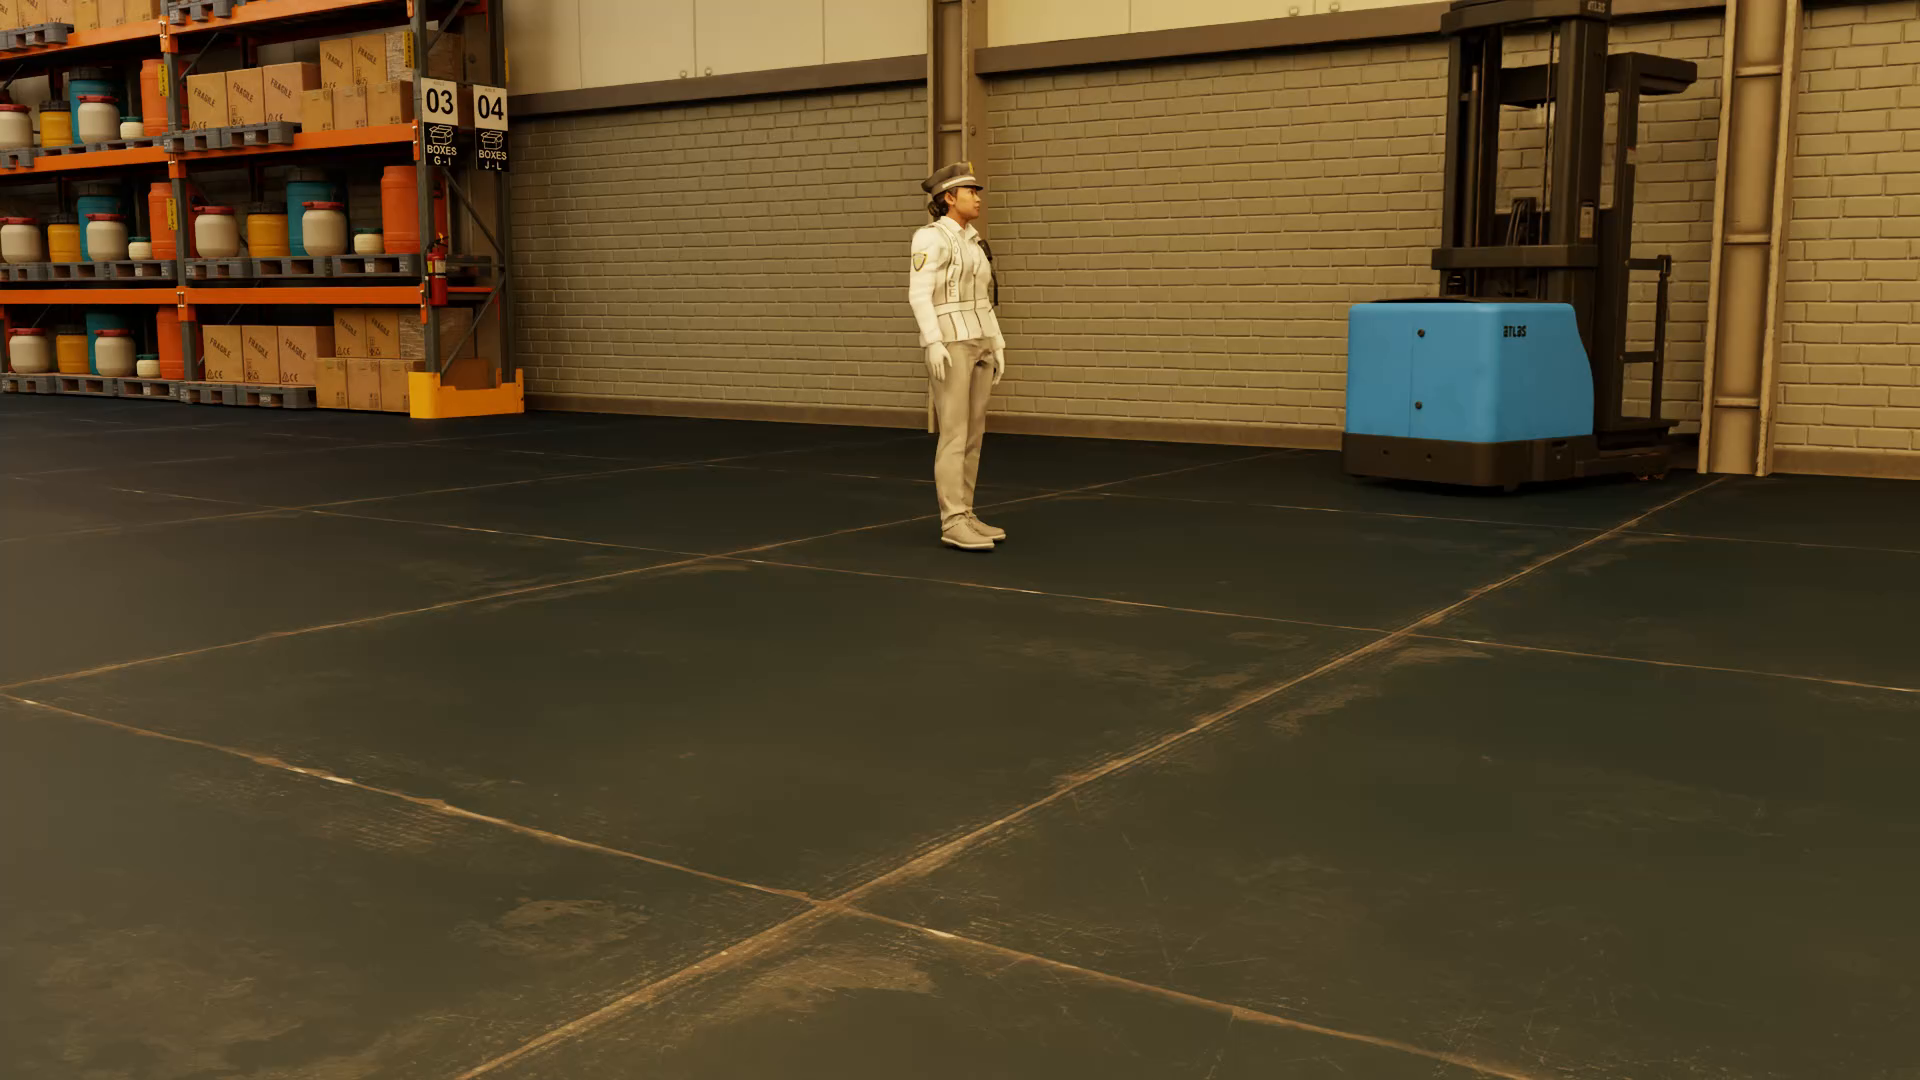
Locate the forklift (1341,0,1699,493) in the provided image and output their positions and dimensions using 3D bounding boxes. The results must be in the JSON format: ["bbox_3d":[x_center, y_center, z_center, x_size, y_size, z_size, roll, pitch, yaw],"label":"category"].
[{"bbox_3d":[3.744,-1.857,10.252,3.031,2.935,1.130,-6,10,-38],"label":"forklift"}]

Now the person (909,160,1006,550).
[{"bbox_3d":[0.053,-0.840,7.440,0.531,1.695,0.587,5,10,34],"label":"person"}]
